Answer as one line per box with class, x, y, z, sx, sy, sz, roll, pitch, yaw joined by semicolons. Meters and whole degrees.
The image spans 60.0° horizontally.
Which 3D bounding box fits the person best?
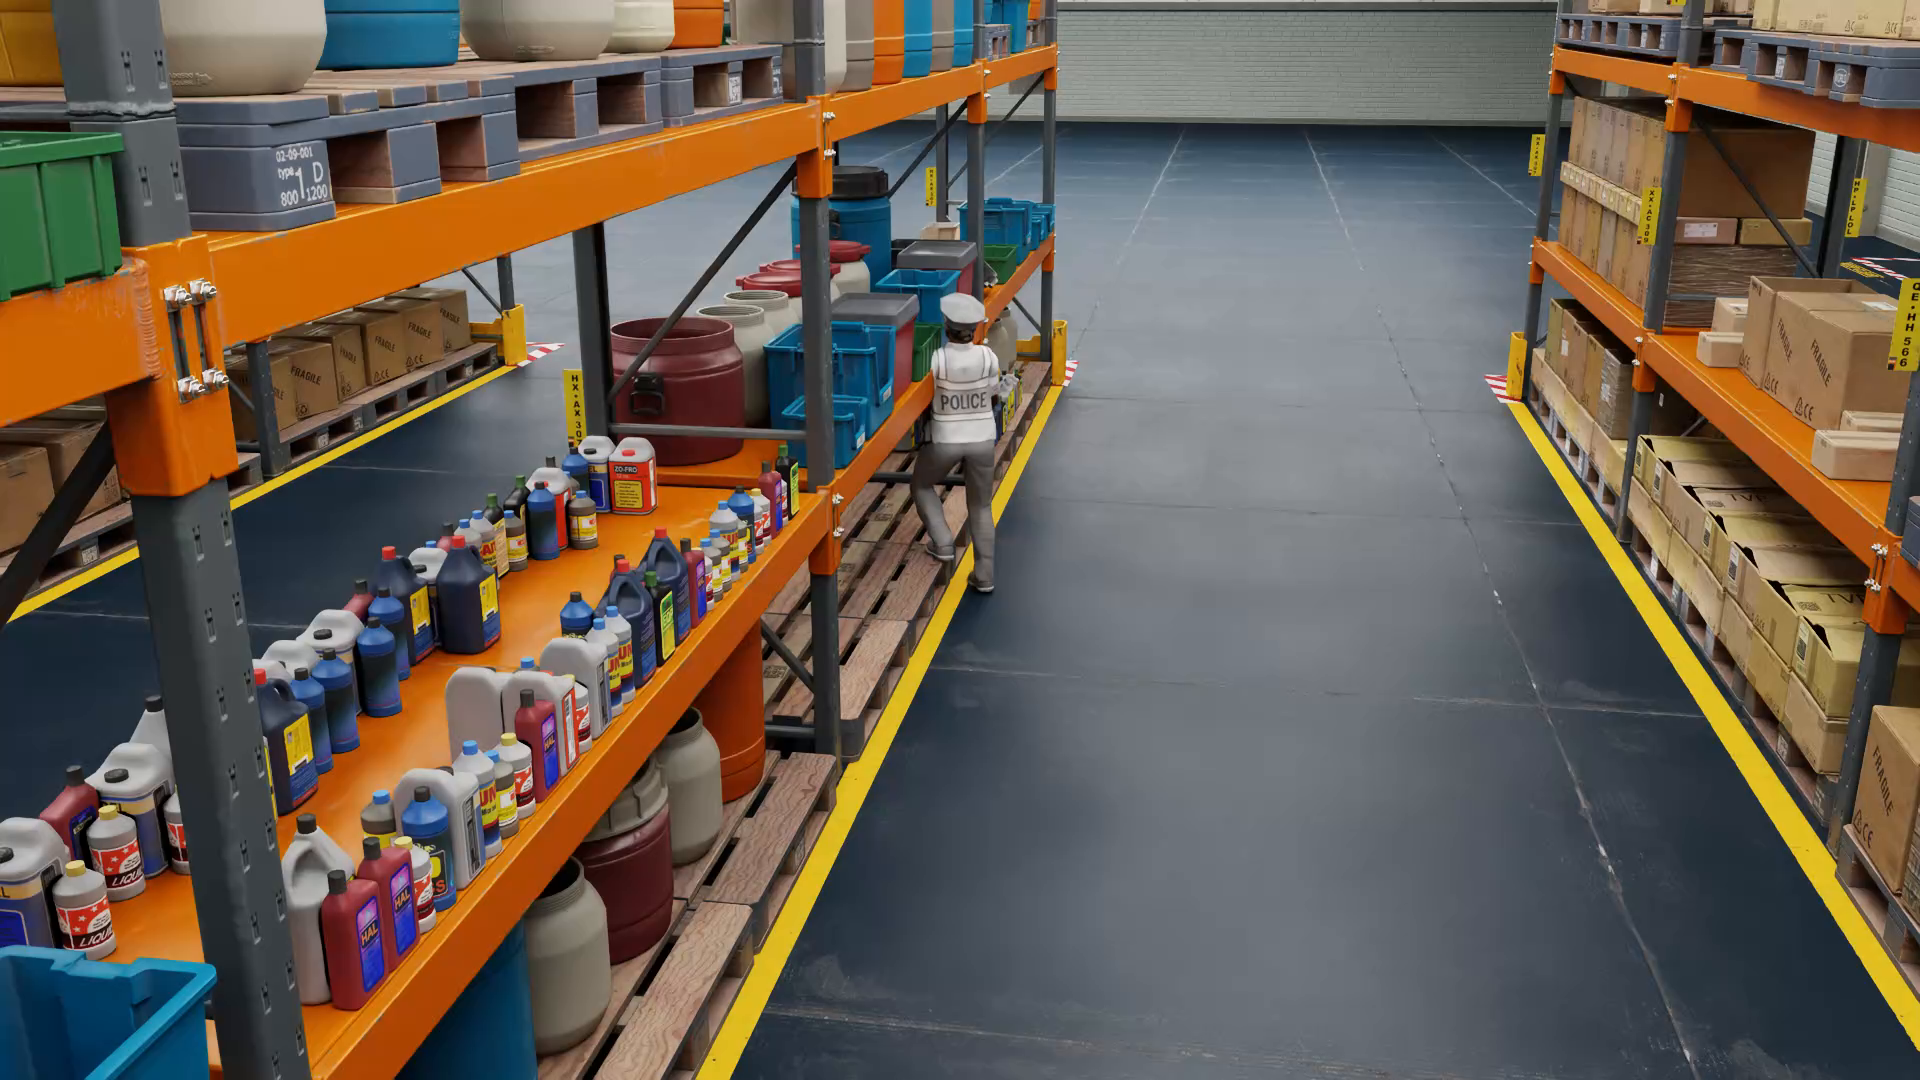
person;-0.017;-0.537;9.169;0.459;1.687;0.542;-5;19;-14
